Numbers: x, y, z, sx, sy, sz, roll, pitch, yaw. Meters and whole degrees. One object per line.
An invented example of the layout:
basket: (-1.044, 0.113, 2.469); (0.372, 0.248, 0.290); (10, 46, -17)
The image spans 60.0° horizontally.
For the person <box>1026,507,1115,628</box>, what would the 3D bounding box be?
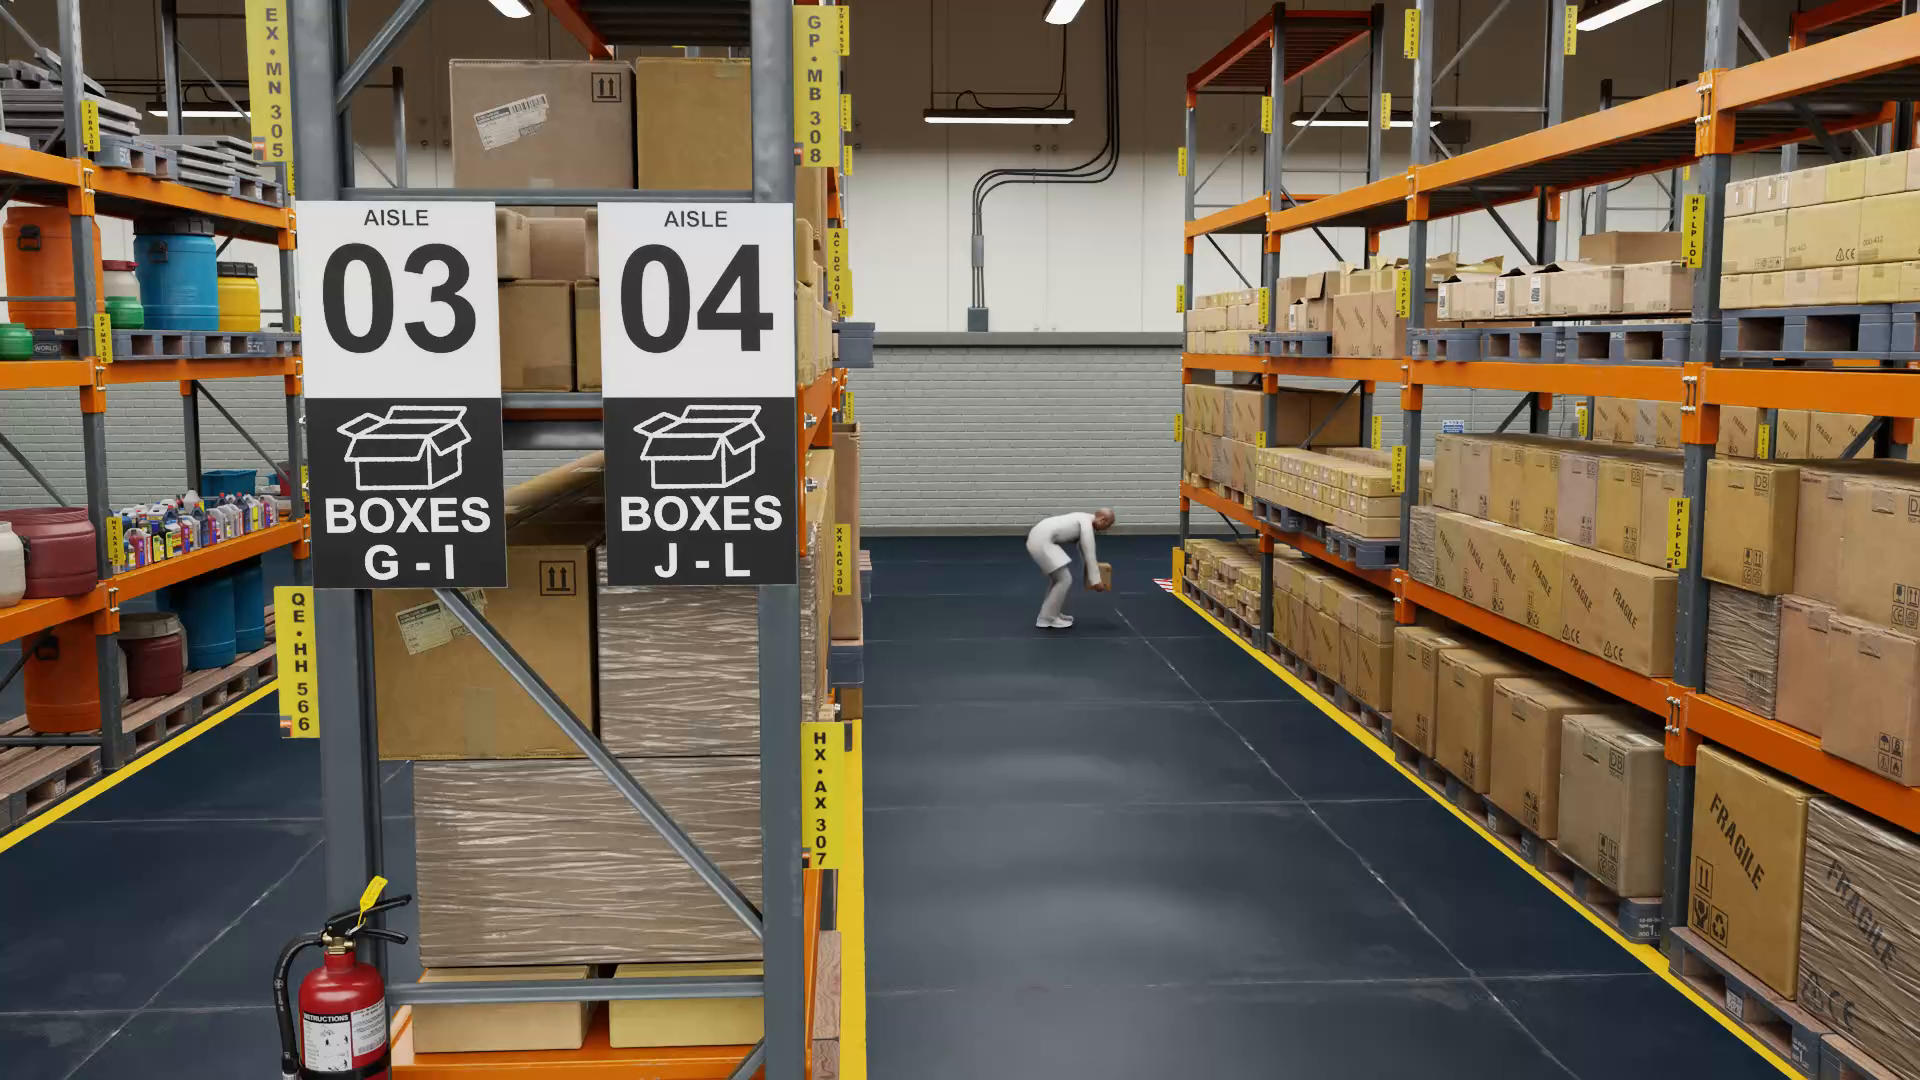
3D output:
person: (1.153, 0.278, 17.281); (0.922, 1.231, 0.568); (-1, 7, -6)
